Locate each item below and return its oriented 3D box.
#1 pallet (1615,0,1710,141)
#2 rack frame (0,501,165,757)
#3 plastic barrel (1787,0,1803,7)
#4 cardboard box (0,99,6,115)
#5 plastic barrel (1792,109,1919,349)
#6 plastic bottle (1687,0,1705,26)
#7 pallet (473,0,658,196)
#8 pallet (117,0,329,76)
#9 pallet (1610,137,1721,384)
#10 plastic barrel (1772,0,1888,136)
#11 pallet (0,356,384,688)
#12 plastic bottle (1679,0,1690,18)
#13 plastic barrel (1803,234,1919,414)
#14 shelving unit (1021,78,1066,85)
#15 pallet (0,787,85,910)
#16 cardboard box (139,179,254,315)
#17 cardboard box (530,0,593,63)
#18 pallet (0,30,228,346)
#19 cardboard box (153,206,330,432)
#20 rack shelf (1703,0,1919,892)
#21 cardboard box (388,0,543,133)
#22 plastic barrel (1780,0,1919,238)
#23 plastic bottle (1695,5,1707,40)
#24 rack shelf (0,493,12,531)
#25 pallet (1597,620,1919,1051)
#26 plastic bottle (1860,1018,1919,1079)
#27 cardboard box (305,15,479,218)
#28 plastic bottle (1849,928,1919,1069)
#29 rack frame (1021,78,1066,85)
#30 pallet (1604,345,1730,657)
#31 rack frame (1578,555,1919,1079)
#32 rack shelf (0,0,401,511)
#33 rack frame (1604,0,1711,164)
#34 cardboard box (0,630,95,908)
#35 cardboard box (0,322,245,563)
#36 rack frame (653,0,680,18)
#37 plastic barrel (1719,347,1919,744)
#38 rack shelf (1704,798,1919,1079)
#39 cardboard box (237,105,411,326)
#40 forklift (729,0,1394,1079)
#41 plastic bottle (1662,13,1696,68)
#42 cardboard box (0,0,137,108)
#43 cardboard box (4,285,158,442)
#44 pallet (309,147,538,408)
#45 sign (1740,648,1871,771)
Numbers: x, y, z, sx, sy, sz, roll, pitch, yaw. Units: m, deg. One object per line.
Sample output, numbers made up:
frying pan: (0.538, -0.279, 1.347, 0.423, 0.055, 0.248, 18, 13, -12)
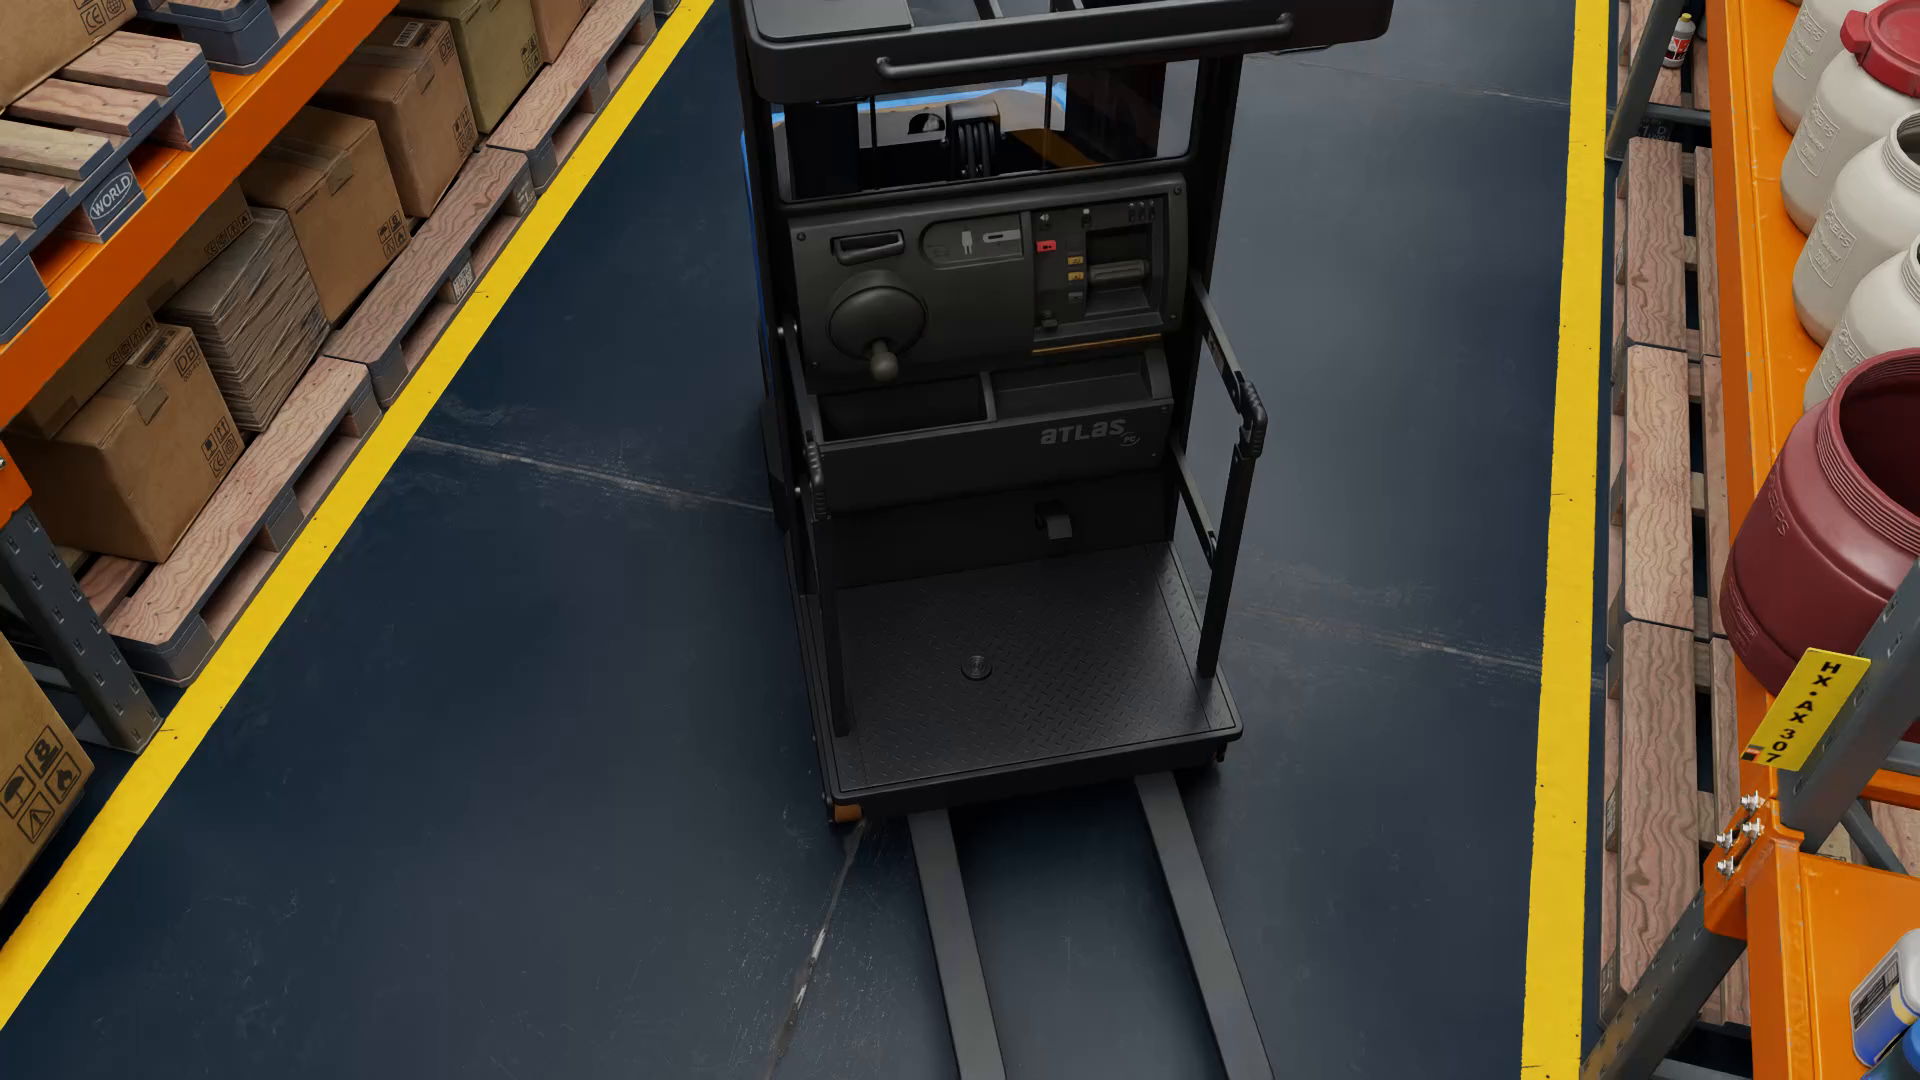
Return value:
pallet: (3.261, -1.993, 6.868, 1.003, 0.211, 1.213, 12, 50, 10)
rack frame: (-2.787, -0.522, 3.710, 1.000, 3.000, 0.127, 12, 50, 10)
plastic barrel: (2.581, -1.835, 4.778, 0.433, 0.535, 0.433, 0, 49, 0)
cardboard box: (-2.683, -1.093, 3.867, 0.500, 0.500, 0.500, 6, 49, 5)
plastic barrel: (2.167, -0.673, 3.769, 0.421, 0.512, 0.421, 0, 49, 0)
plastic bottle: (2.936, -2.230, 6.691, 0.144, 0.351, 0.185, 10, 49, 9)
pallet: (-1.938, -1.930, 6.812, 1.003, 0.211, 1.213, 12, 50, 10)
pallet: (-2.305, -1.899, 5.053, 1.003, 0.211, 1.213, 12, 50, 10)
pallet: (2.875, -0.940, 5.939, 1.003, 0.211, 1.213, 12, 50, 10)
plastic barrel: (2.388, -1.304, 4.309, 0.433, 0.535, 0.433, 0, 49, 0)
pallet: (-2.580, -0.165, 5.255, 1.003, 0.211, 1.213, 12, 50, 10)
plastic bottle: (2.853, -2.098, 6.619, 0.061, 0.283, 0.133, 14, 50, 12)
plastic barrel: (2.056, -0.368, 3.500, 0.421, 0.512, 0.421, 0, 49, 0)
shelving unit: (0.314, -1.155, 5.655, 0.258, 0.900, 0.210, 2, 40, 2)
pallet: (-3.067, 0.956, 4.266, 1.003, 0.211, 1.213, 12, 50, 10)
cardboard box: (-2.510, -0.965, 4.975, 0.500, 0.250, 0.500, 17, 51, 14)
cardboard box: (-1.917, -2.294, 6.648, 0.700, 0.500, 0.500, 8, 49, 7)
pallet: (-2.702, -0.995, 4.256, 1.213, 0.211, 1.003, 12, 50, 10)
cardboard box: (-2.496, -0.733, 5.270, 0.700, 0.500, 0.500, 8, 49, 7)
rack shelf: (2.518, -0.754, 4.394, 1.077, 0.370, 4.000, 12, 50, 10)
cardboard box: (-2.060, -1.953, 6.347, 0.700, 0.500, 0.500, 11, 50, 10)
plastic barrel: (2.274, -0.991, 4.033, 0.433, 0.535, 0.433, 0, 49, 0)
plastic bottle: (3.075, -2.202, 6.666, 0.144, 0.351, 0.185, 12, 50, 10)
rack shelf: (-3.313, 1.162, 2.703, 1.077, 0.370, 4.000, 12, 50, 10)
pallet: (2.233, 0.825, 4.381, 1.003, 0.211, 1.213, 12, 50, 10)
plastic bottle: (1.509, 0.825, 2.607, 0.097, 0.271, 0.097, 0, 49, 0)
cardboard box: (-2.207, -1.548, 5.990, 0.700, 0.500, 0.500, 8, 49, 7)
plastic bottle: (1.566, 0.745, 2.674, 0.152, 0.276, 0.135, 12, 50, 10)
rack frame: (0.319, -1.221, 5.732, 0.240, 0.900, 0.006, 2, 40, 2)
pallet: (2.556, -0.055, 5.157, 1.003, 0.211, 1.213, 12, 50, 10)
rack frame: (1.991, 0.455, 2.848, 1.000, 3.000, 0.127, 12, 50, 10)
rack shelf: (-2.261, -1.731, 5.257, 1.077, 0.370, 4.000, 12, 50, 10)
rack frame: (3.044, -2.438, 5.401, 1.000, 3.000, 0.127, 12, 50, 10)
cardboard box: (-2.989, 0.537, 3.913, 1.225, 0.875, 0.875, 9, 49, 8)
cardboard box: (-2.630, -0.329, 4.914, 0.700, 0.500, 0.500, 9, 49, 8)
rack frame: (-1.734, -3.416, 6.264, 1.000, 3.000, 0.127, 12, 50, 10)
plastic barrel: (1.821, 0.015, 3.146, 0.600, 0.536, 0.708, 12, 50, 10)
rack shelf: (1.465, 2.140, 1.841, 1.077, 0.370, 4.000, 12, 50, 10)
cardboard box: (-2.354, -1.145, 5.633, 0.700, 0.500, 0.500, 15, 50, 13)
forklift: (0.121, -0.506, 3.742, 1.130, 2.935, 3.031, -8, 49, -7)
plastic bottle: (2.839, -1.982, 6.571, 0.097, 0.201, 0.097, 0, 49, 0)
cardboard box: (-2.633, -1.516, 4.241, 0.700, 0.500, 0.500, 18, 51, 16)
cardboard box: (-2.640, -0.580, 4.634, 0.500, 0.250, 0.500, 13, 50, 12)
pallet: (-2.257, -1.044, 6.031, 1.003, 0.211, 1.213, 12, 50, 10)
sign: (1.459, 0.297, 2.878, 0.100, 0.325, 0.005, 12, 50, 10)
